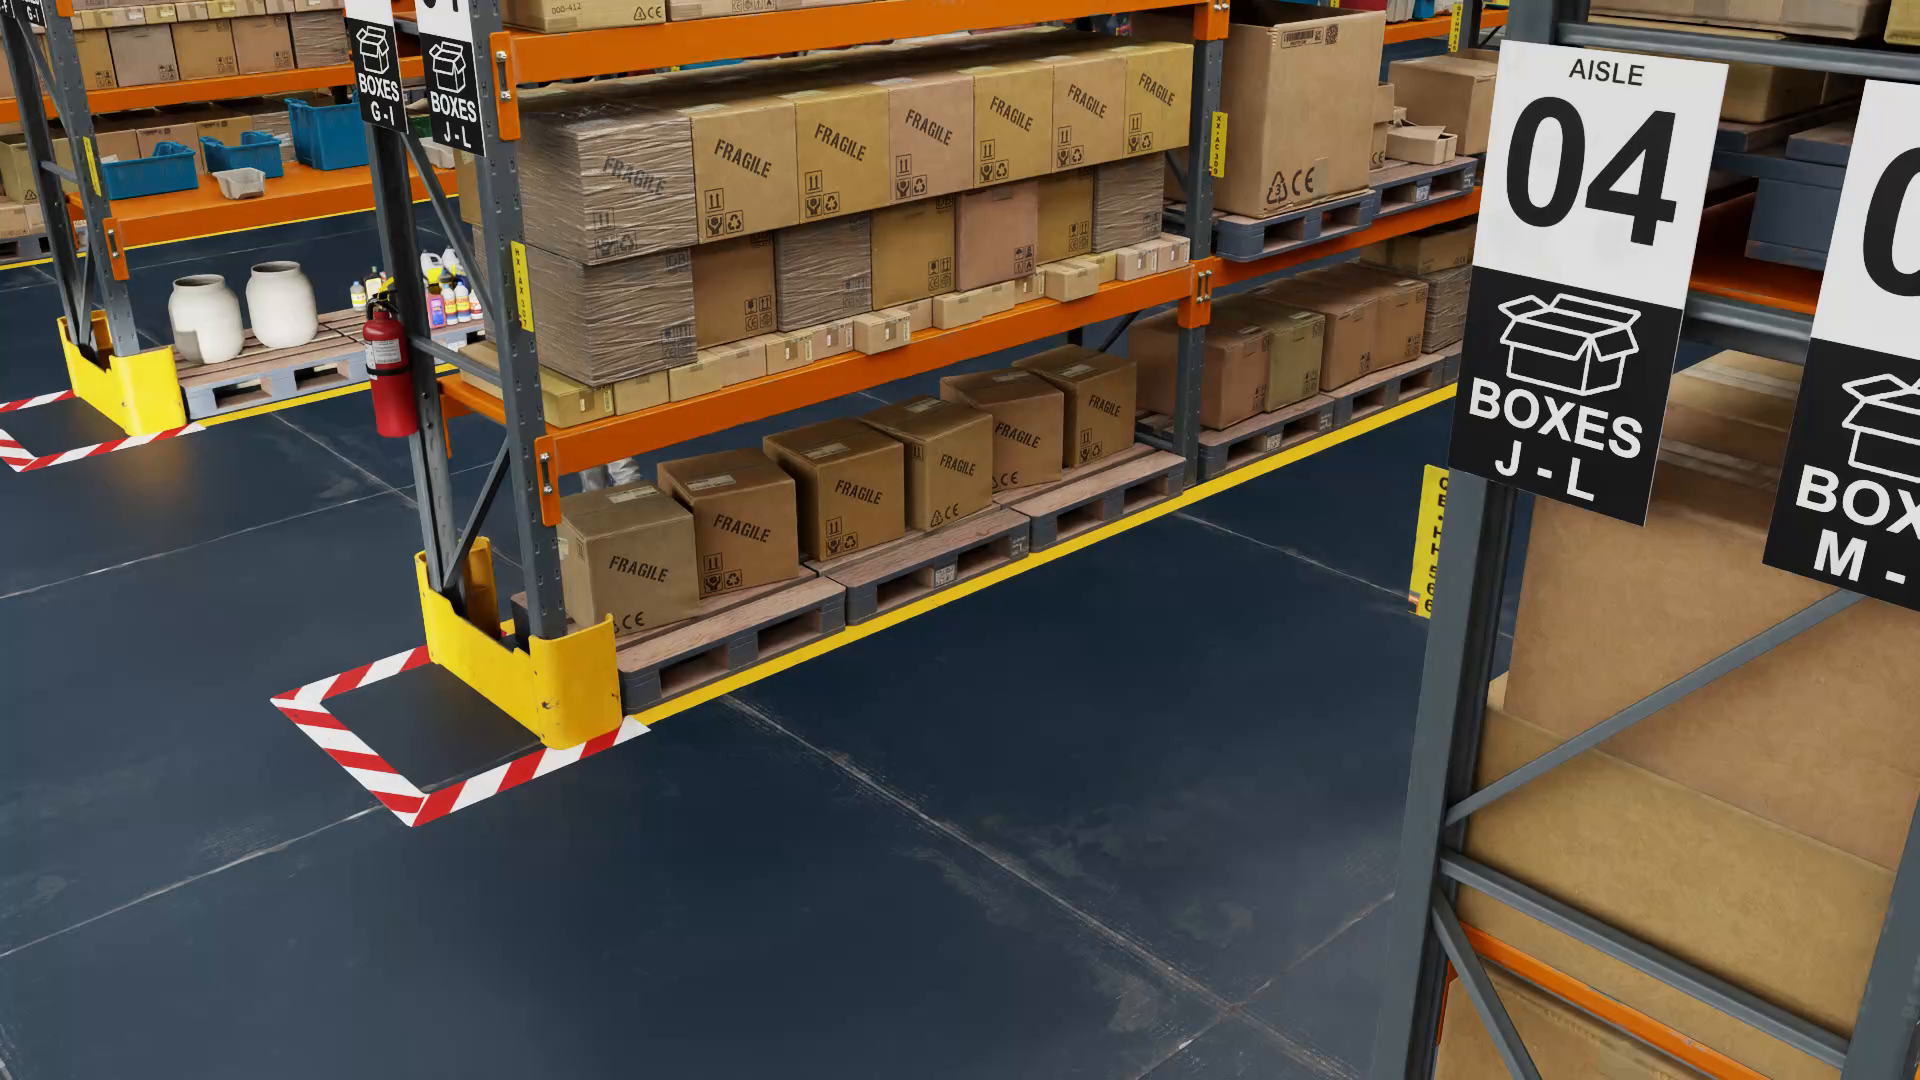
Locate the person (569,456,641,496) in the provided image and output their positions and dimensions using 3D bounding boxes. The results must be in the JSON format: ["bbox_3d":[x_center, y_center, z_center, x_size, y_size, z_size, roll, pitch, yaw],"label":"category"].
[{"bbox_3d":[-1.962,-0.917,8.616,0.547,1.769,0.630,18,29,34],"label":"person"}]
